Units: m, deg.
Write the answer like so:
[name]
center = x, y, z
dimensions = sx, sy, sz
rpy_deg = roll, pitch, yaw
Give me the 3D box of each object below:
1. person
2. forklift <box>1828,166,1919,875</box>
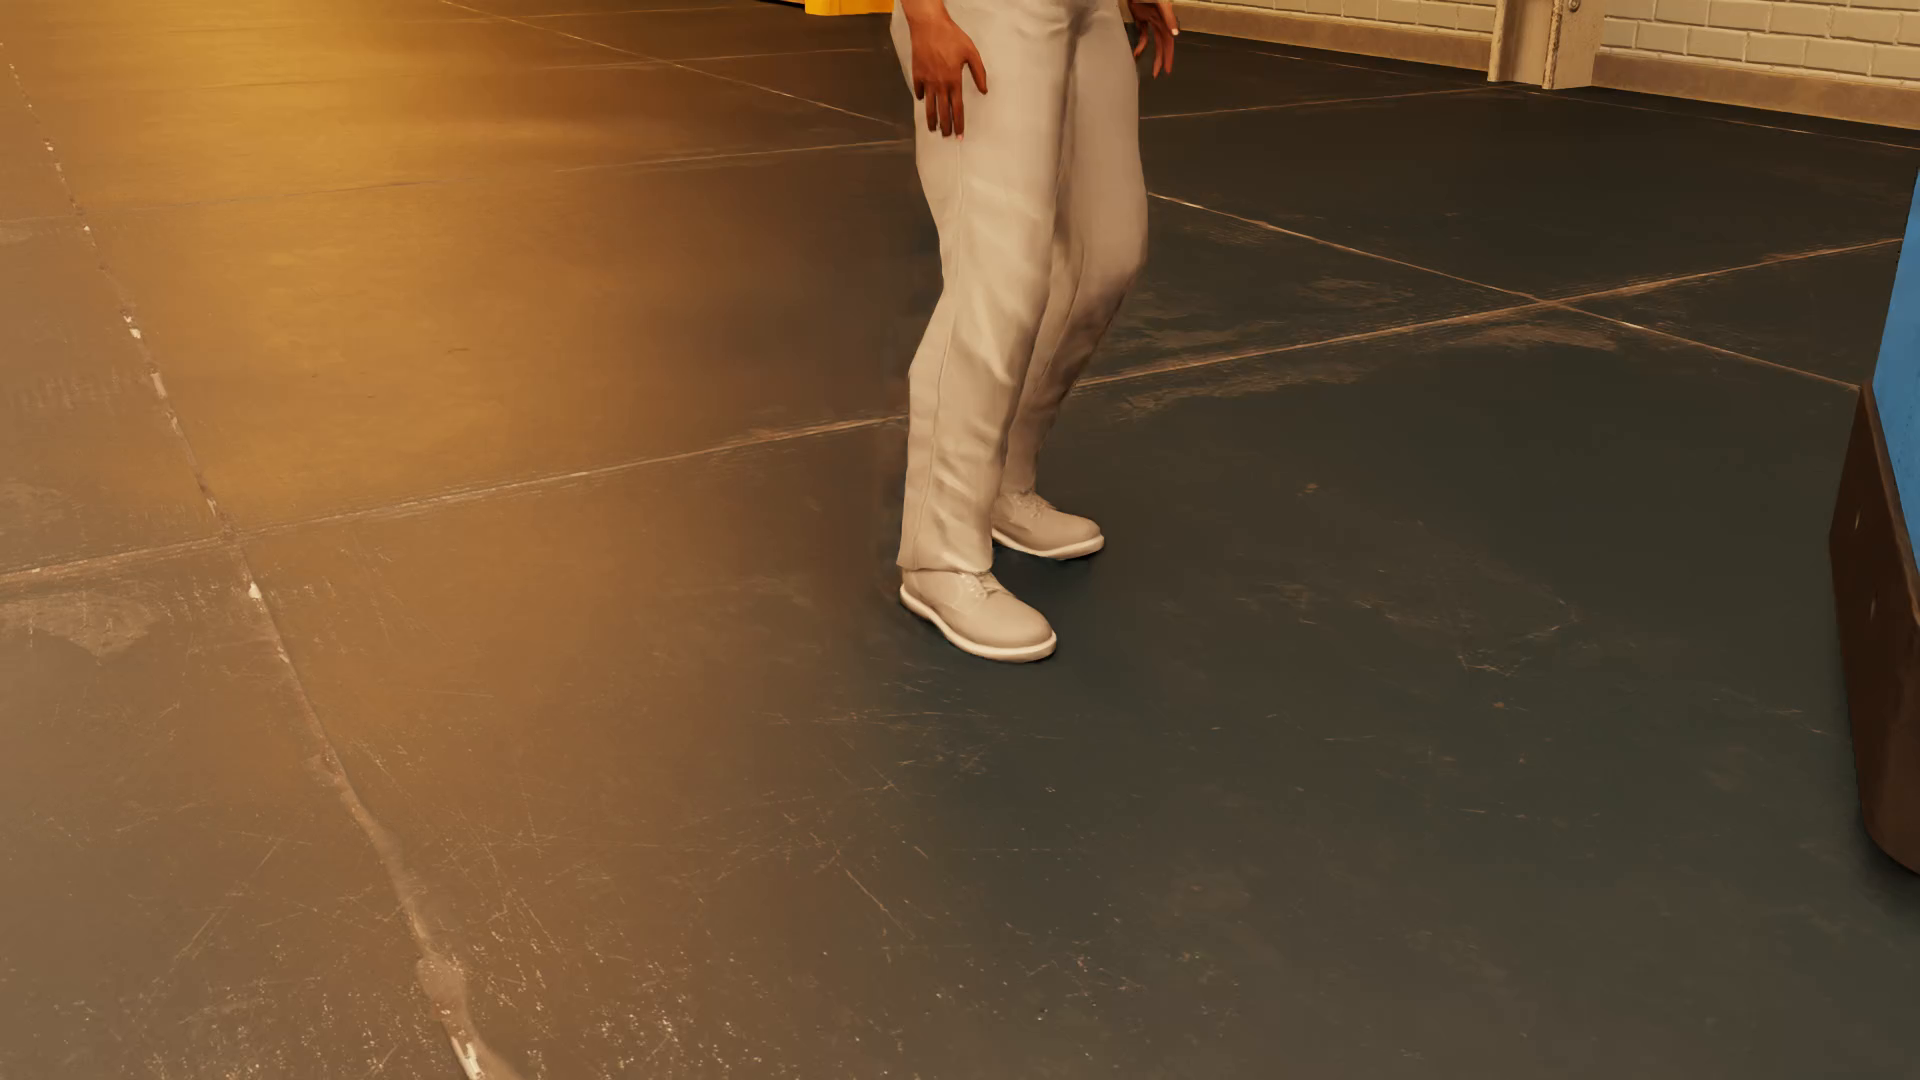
[person]
center = 0.065, -0.733, 2.263
dimensions = 0.438, 1.670, 0.662
rpy_deg = 11, 25, 26
[forklift]
center = 2.495, -0.911, 0.993
dimensions = 3.031, 2.935, 1.130
rpy_deg = 9, 24, 22
